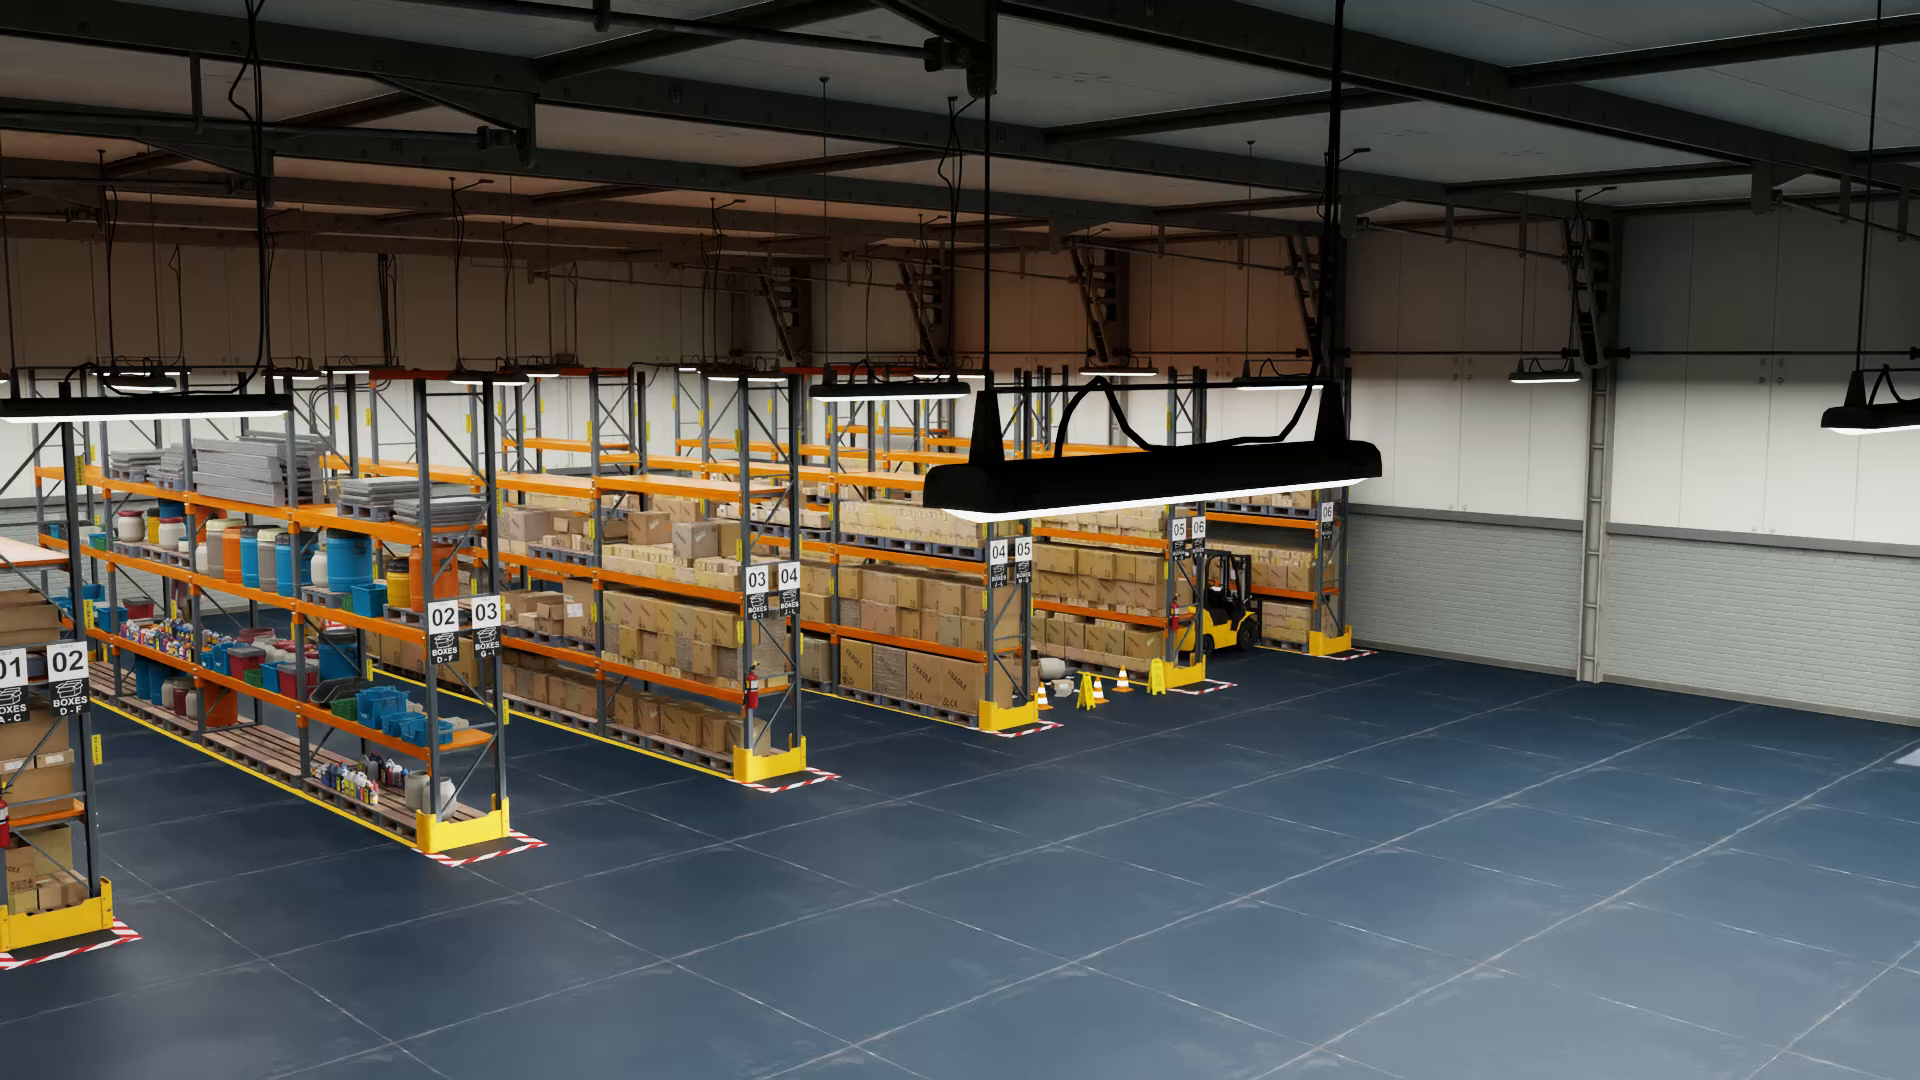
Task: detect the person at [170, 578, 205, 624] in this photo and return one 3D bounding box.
[{"bbox_3d":[-17.124,1.285,36.885,0.708,1.719,1.103,-6,9,-43],"label":"person"}]

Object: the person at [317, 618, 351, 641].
[{"bbox_3d":[-11.959,1.863,31.910,0.587,1.758,0.711,-6,9,-43],"label":"person"}]
